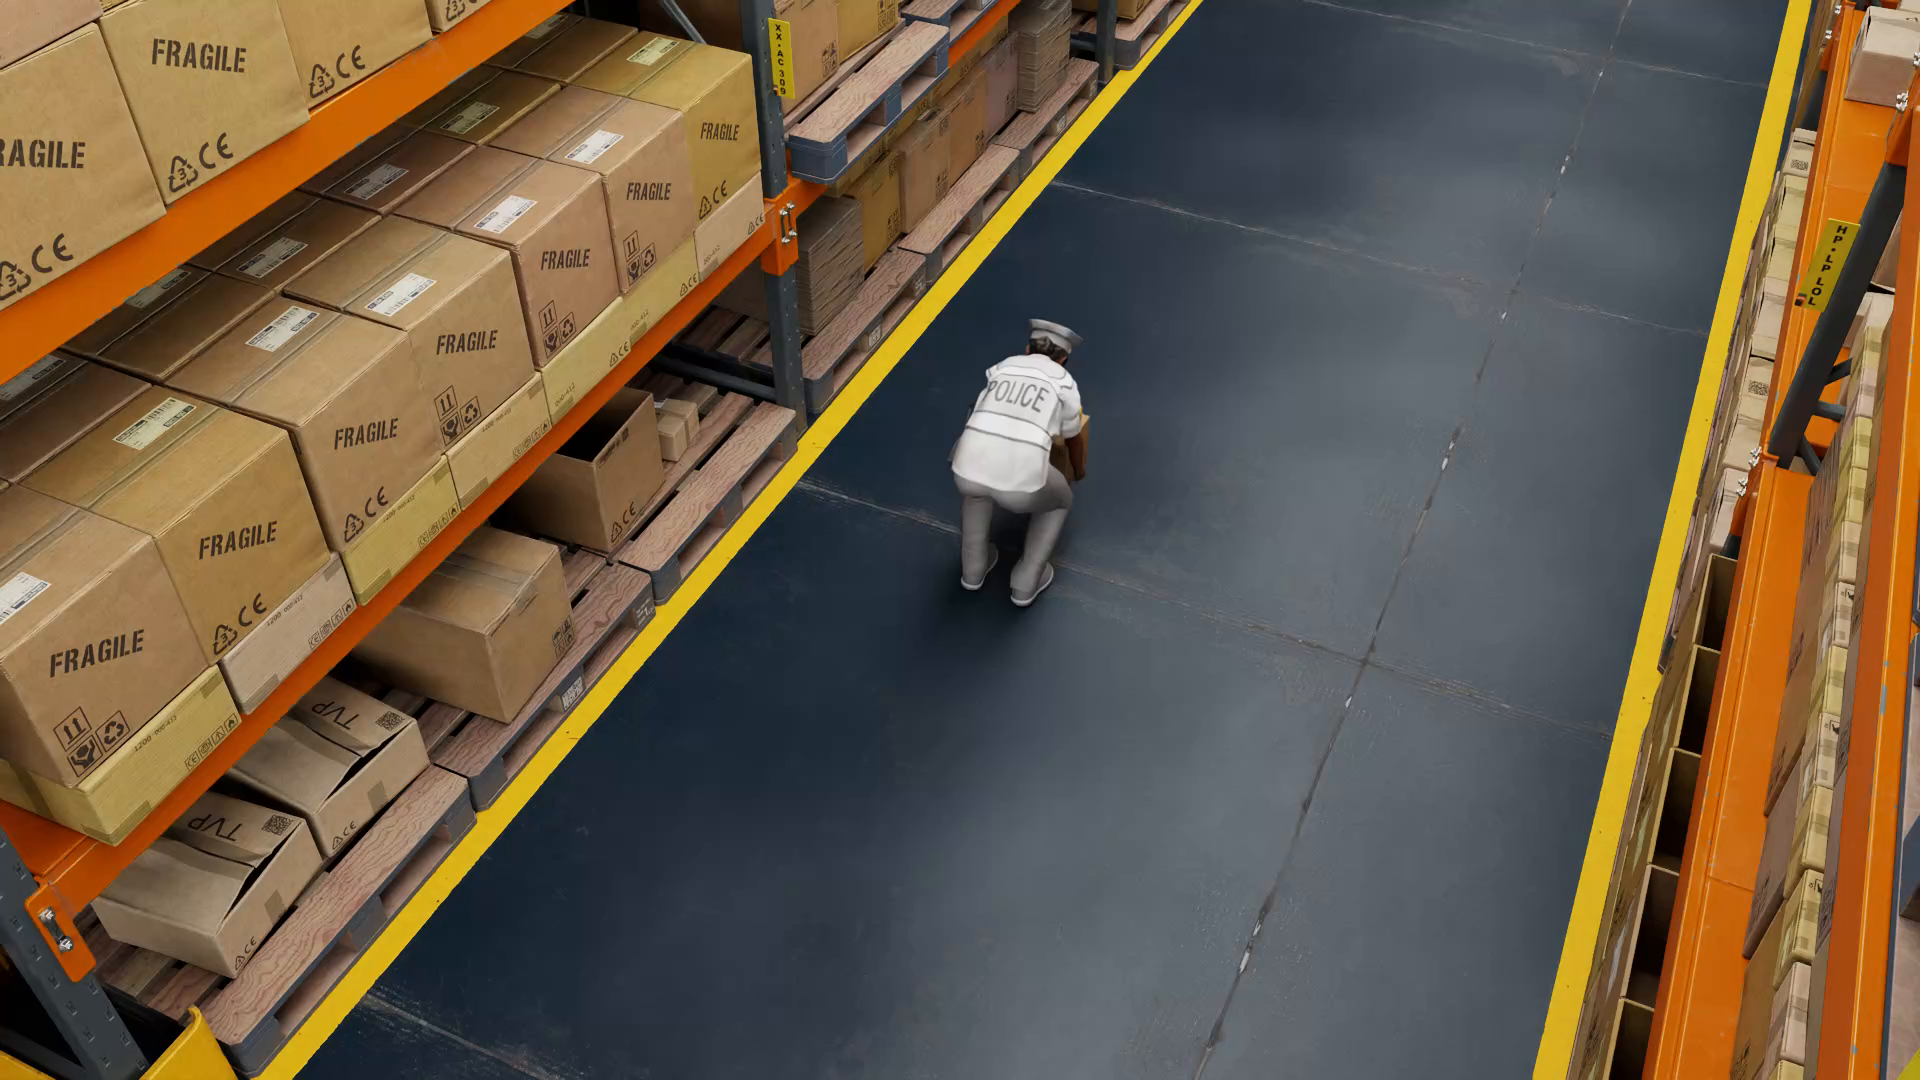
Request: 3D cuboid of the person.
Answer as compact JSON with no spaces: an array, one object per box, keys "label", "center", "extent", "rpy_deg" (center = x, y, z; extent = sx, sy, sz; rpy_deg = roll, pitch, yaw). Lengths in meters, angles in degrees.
[{"label":"person","center":[0.268,-0.324,6.992],"extent":[0.464,1.029,0.933],"rpy_deg":[15,44,16]}]
